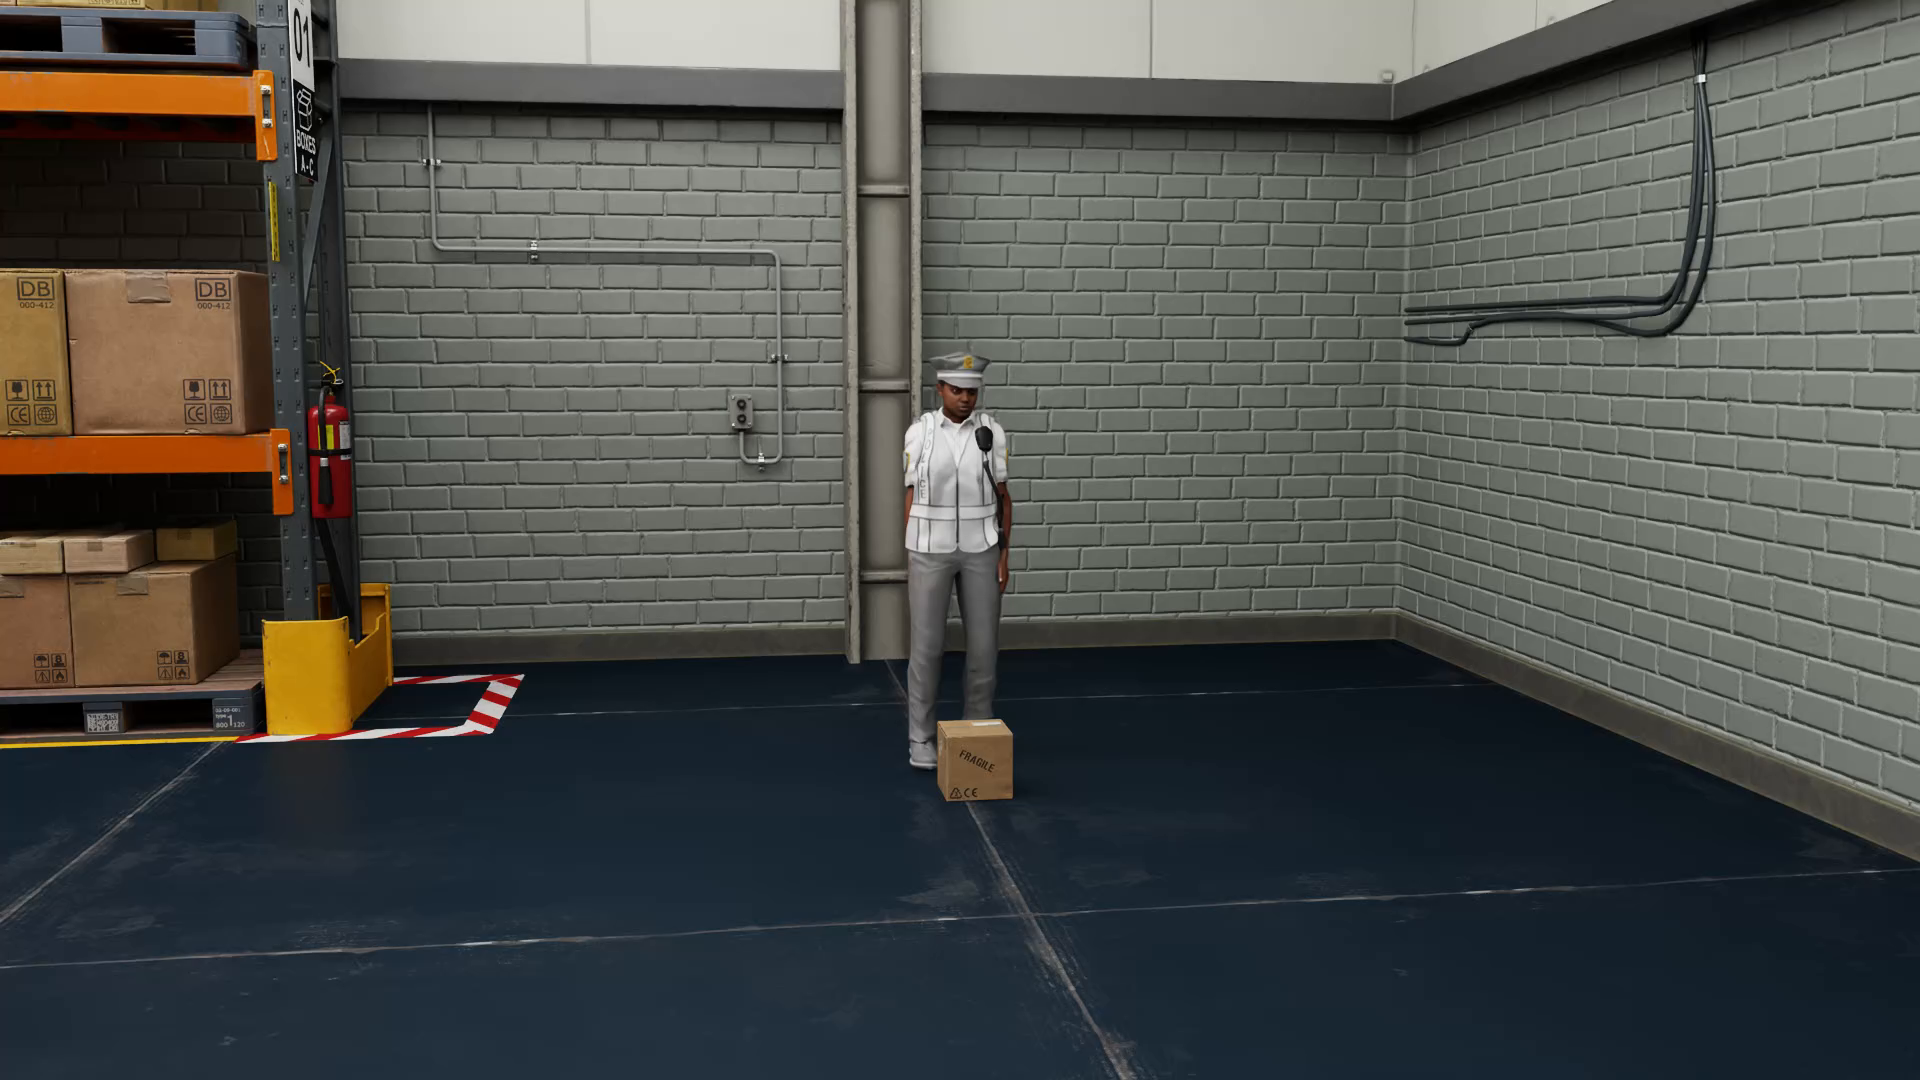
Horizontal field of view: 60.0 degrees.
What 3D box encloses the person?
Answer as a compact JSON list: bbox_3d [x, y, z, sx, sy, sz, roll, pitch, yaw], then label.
[{"bbox_3d":[-0.005,0.084,6.682,0.438,1.659,0.341,-1,7,-8],"label":"person"}]
